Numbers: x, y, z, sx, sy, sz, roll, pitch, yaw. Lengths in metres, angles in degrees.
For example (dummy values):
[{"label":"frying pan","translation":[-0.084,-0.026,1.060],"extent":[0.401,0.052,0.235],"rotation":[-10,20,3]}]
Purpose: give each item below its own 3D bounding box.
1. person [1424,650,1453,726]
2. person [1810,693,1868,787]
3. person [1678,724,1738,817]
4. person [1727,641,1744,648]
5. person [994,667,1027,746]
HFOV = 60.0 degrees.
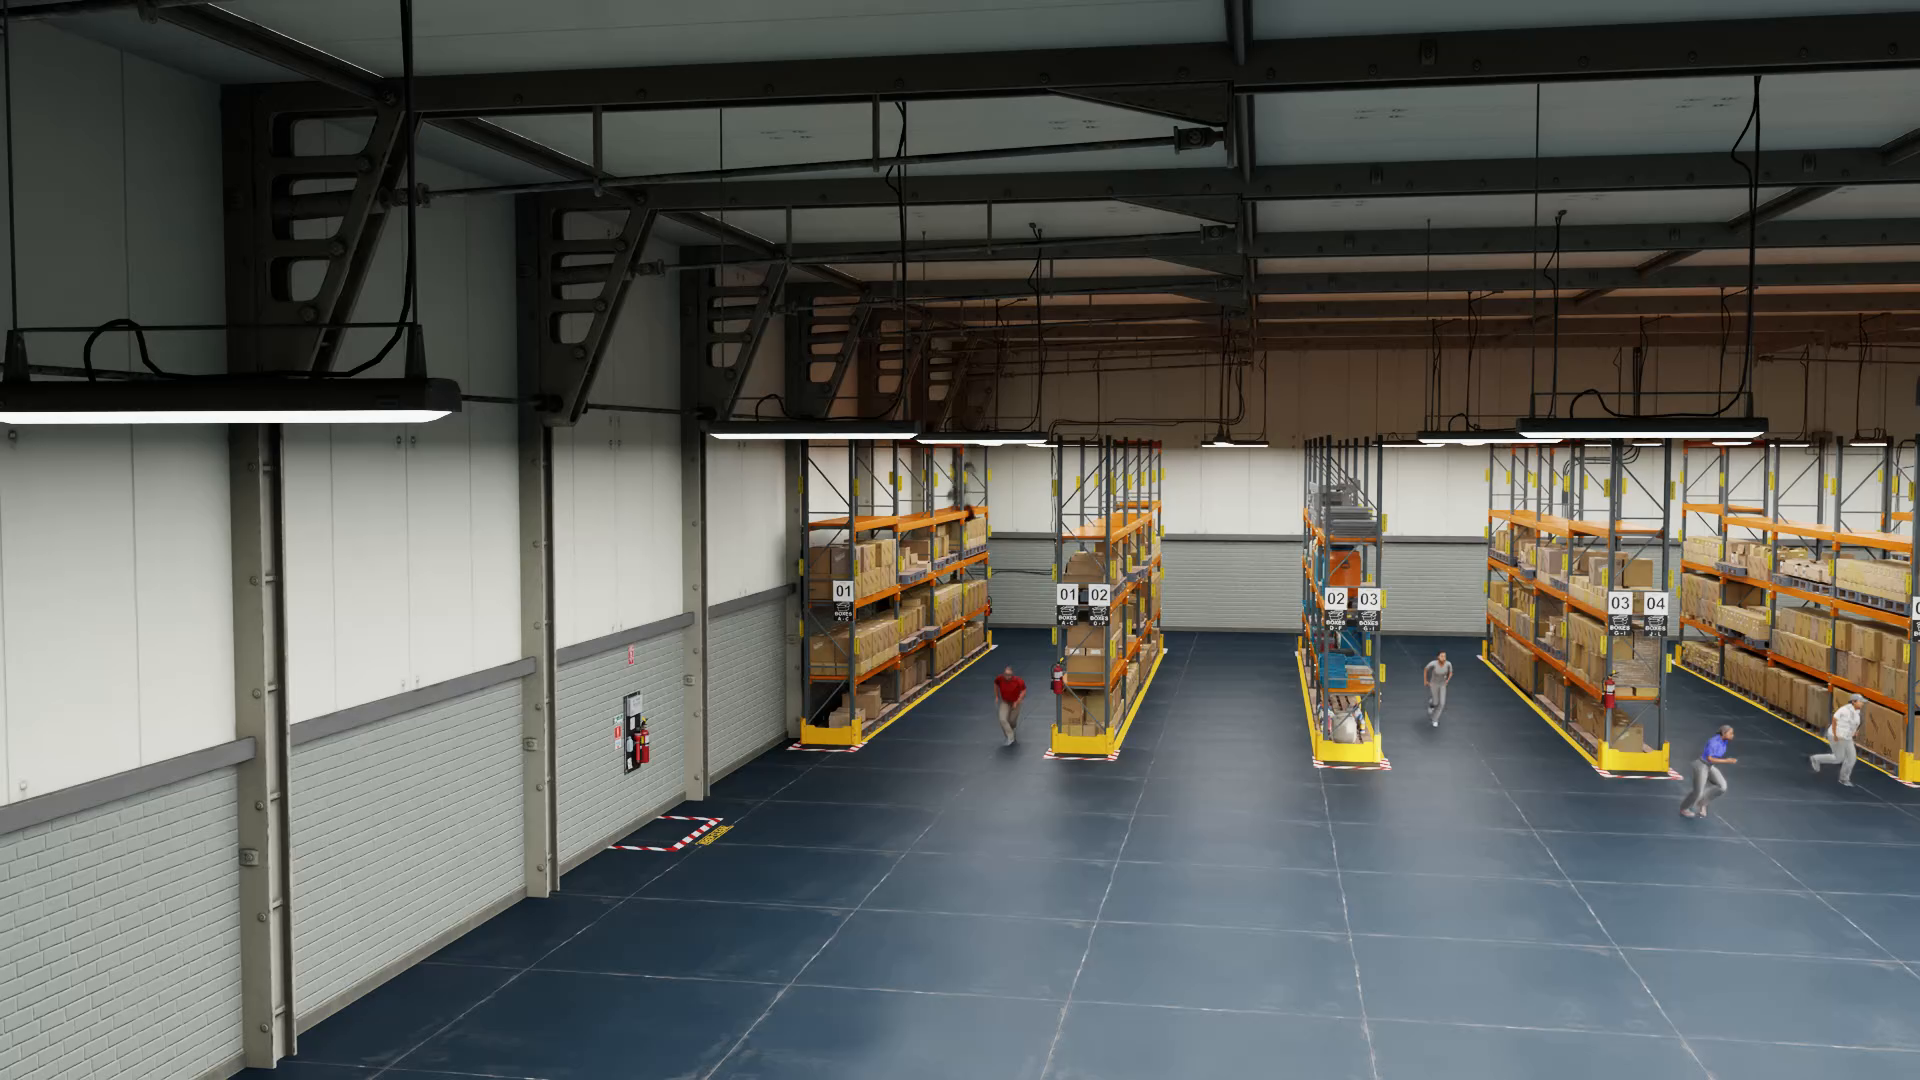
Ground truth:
[{"label":"person","translation":[9.950,3.070,34.651],"extent":[0.555,1.602,0.709],"rotation":[0,3,-6]},{"label":"person","translation":[15.109,3.409,28.566],"extent":[0.606,1.618,0.893],"rotation":[-3,4,-42]},{"label":"person","translation":[11.636,3.565,25.797],"extent":[0.608,1.497,0.910],"rotation":[-3,4,-41]},{"label":"person","translation":[21.109,2.479,45.197],"extent":[0.587,1.653,0.603],"rotation":[-1,3,-19]},{"label":"person","translation":[1.012,3.211,32.558],"extent":[0.663,1.568,1.093],"rotation":[1,3,11]}]
